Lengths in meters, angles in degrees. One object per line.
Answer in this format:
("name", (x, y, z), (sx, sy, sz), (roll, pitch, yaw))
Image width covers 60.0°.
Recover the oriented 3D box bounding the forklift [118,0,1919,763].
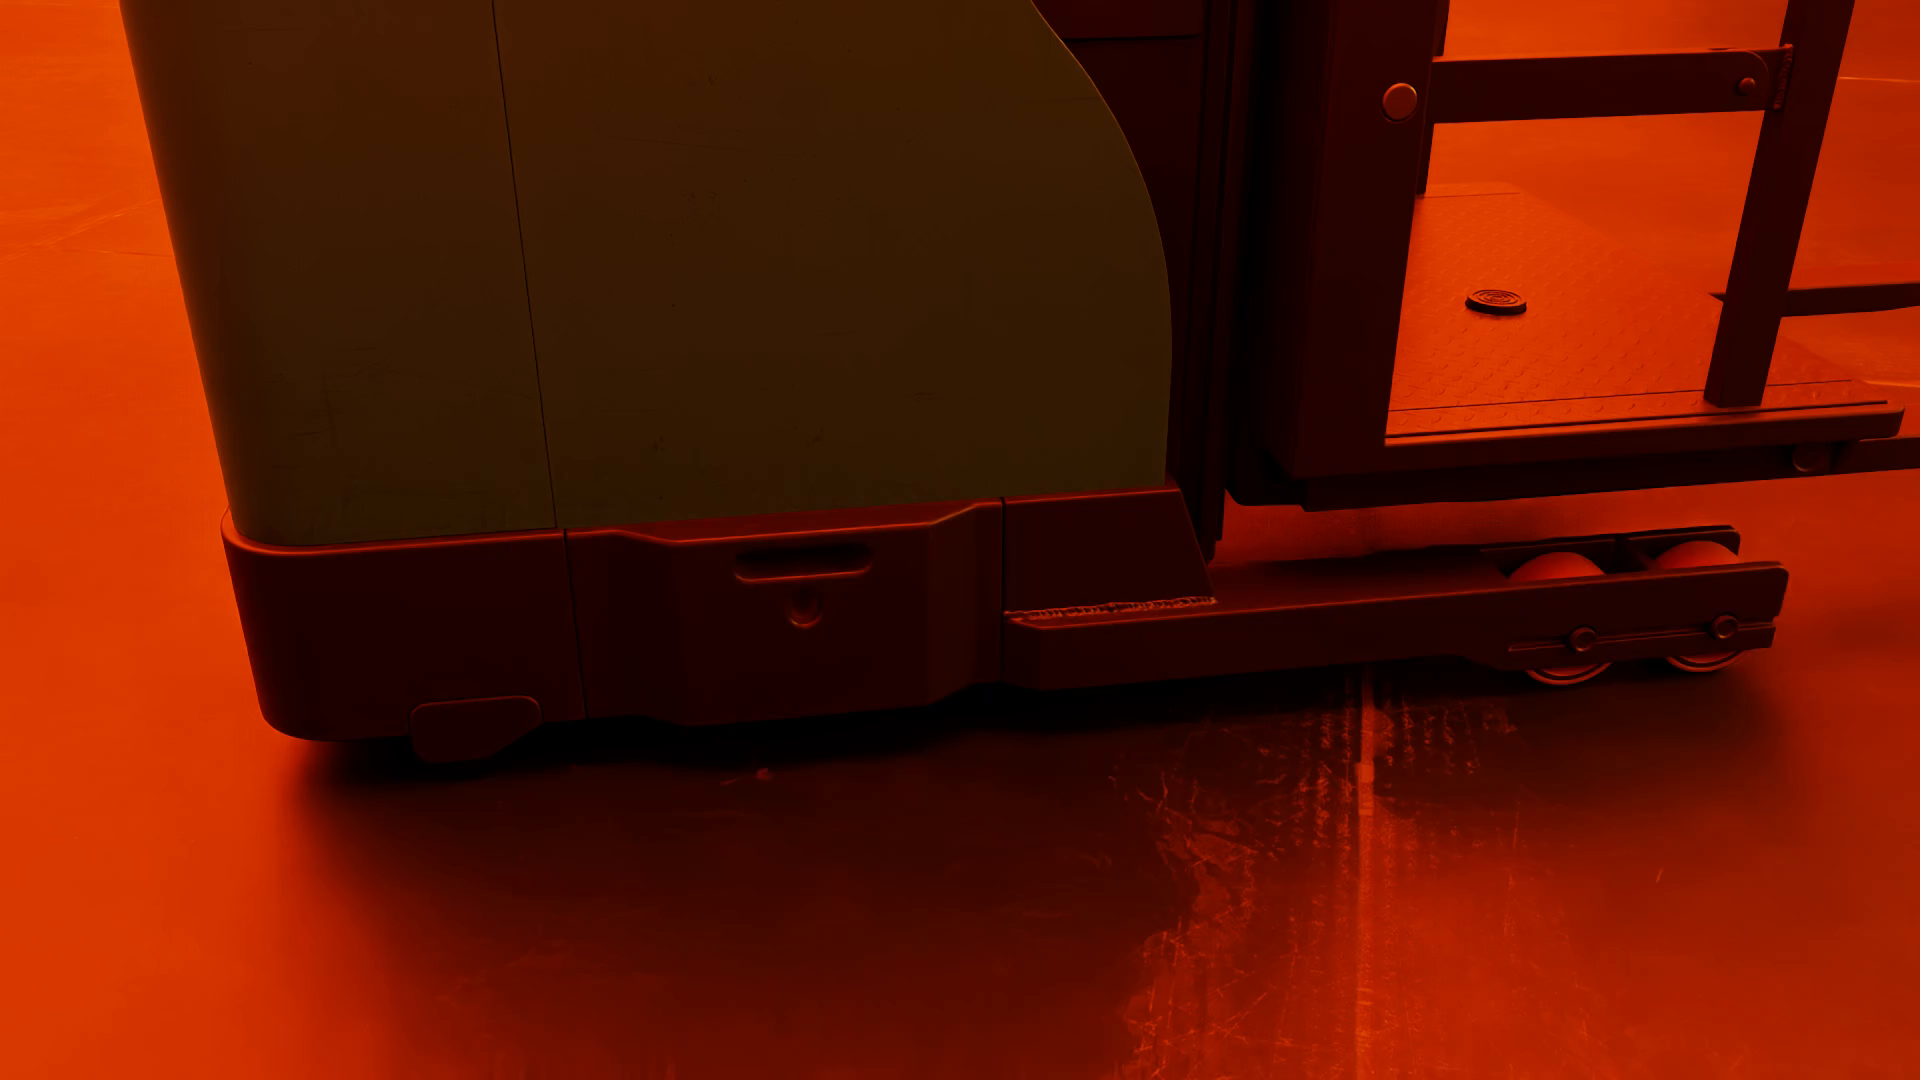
("forklift", (0.600, -1.354, 1.930), (3.031, 2.935, 1.130), (-4, 27, -9))
